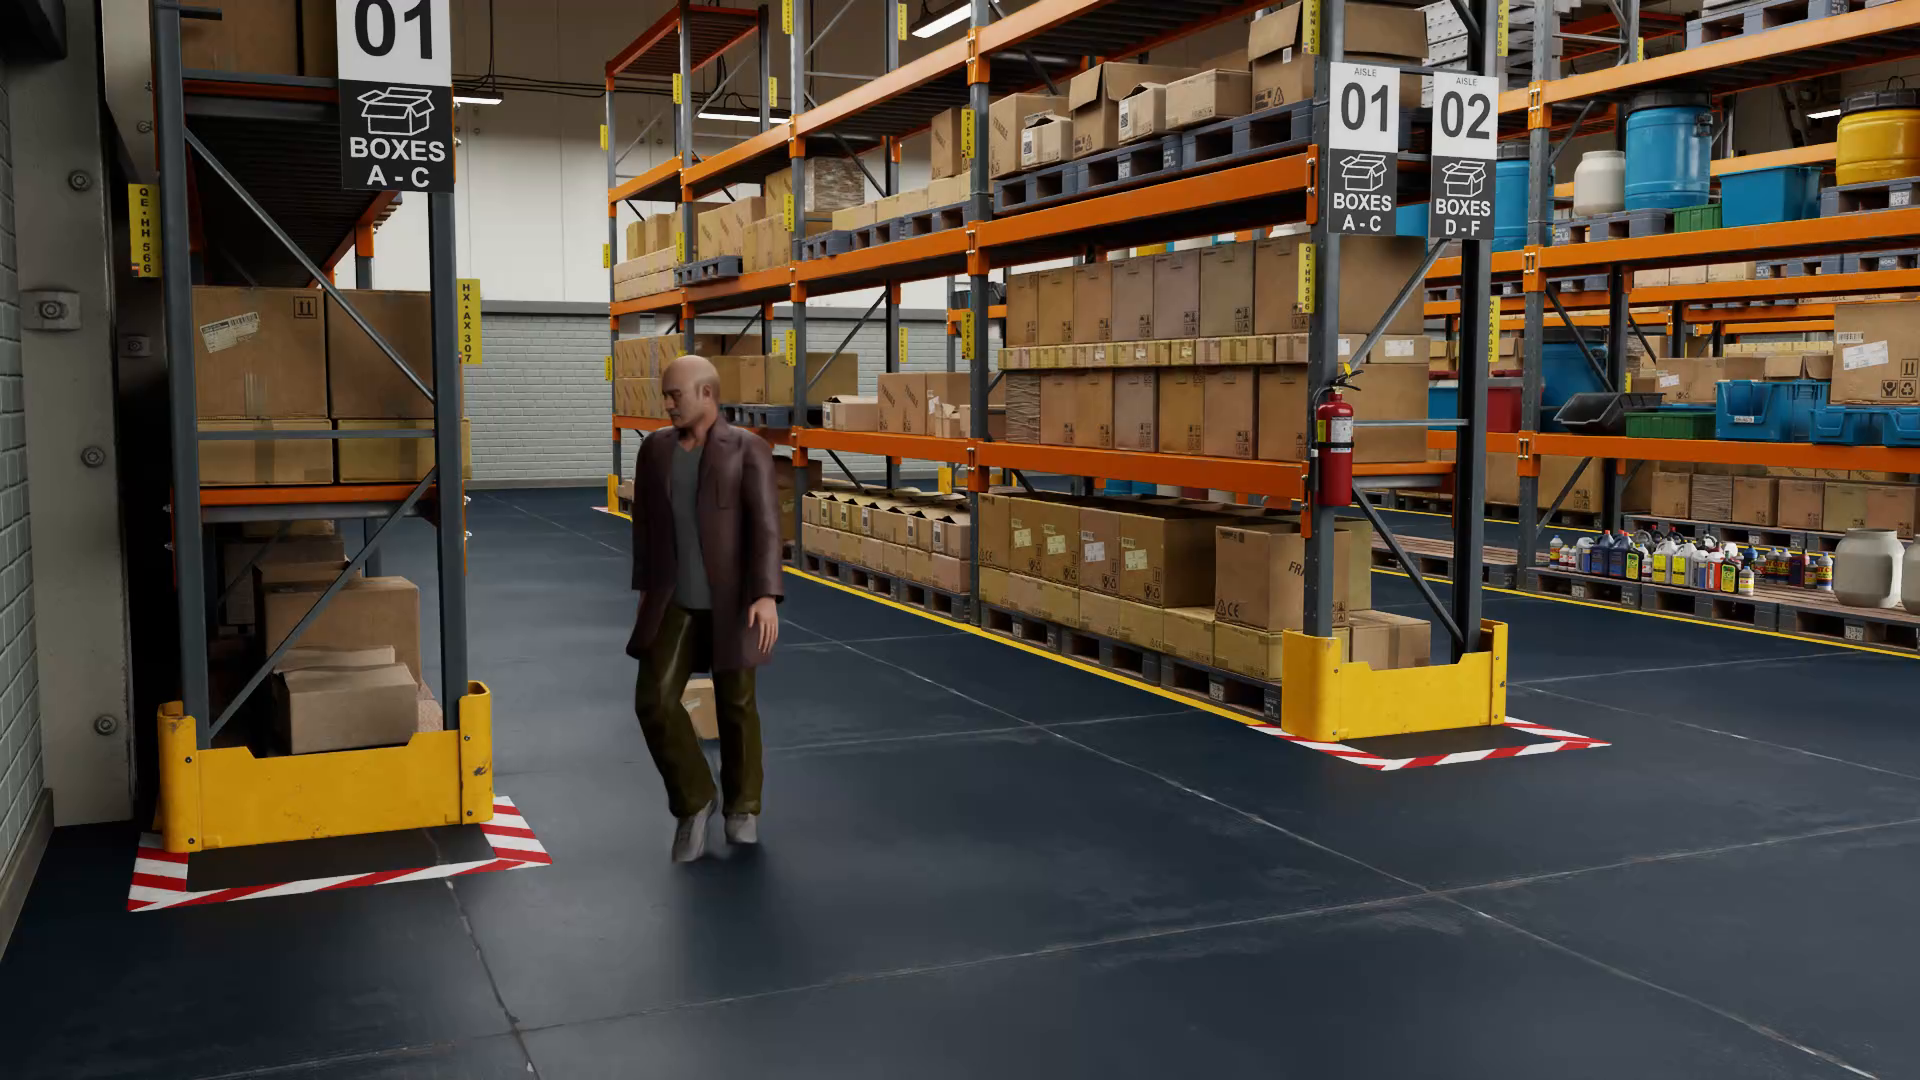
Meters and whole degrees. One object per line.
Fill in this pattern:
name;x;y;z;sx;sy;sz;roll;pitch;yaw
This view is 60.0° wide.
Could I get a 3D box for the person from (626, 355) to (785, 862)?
person;-0.904;0.263;5.963;0.654;1.844;0.545;1;5;10
